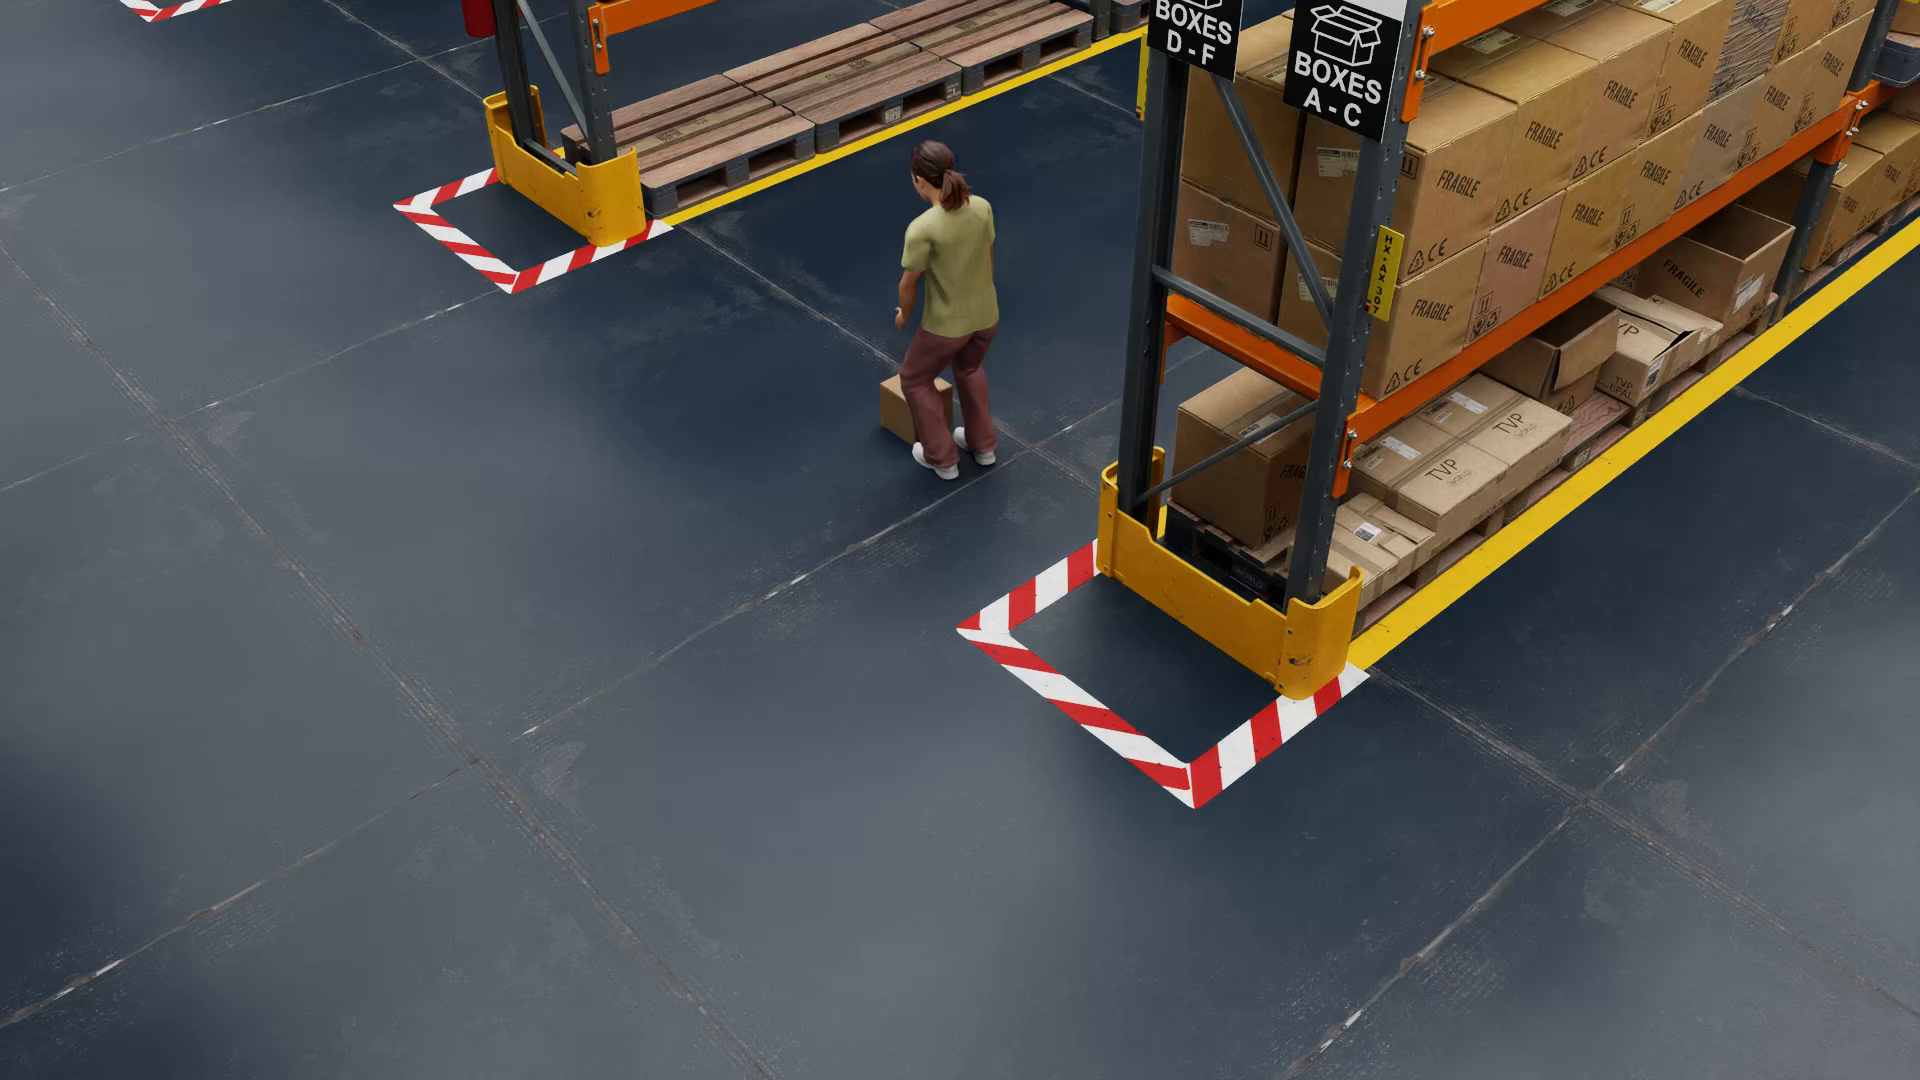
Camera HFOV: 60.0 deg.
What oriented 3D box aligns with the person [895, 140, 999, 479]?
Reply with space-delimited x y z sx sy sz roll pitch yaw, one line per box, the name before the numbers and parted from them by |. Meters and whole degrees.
person | -0.062 -0.997 7.411 0.478 1.604 0.426 -23 45 -25
